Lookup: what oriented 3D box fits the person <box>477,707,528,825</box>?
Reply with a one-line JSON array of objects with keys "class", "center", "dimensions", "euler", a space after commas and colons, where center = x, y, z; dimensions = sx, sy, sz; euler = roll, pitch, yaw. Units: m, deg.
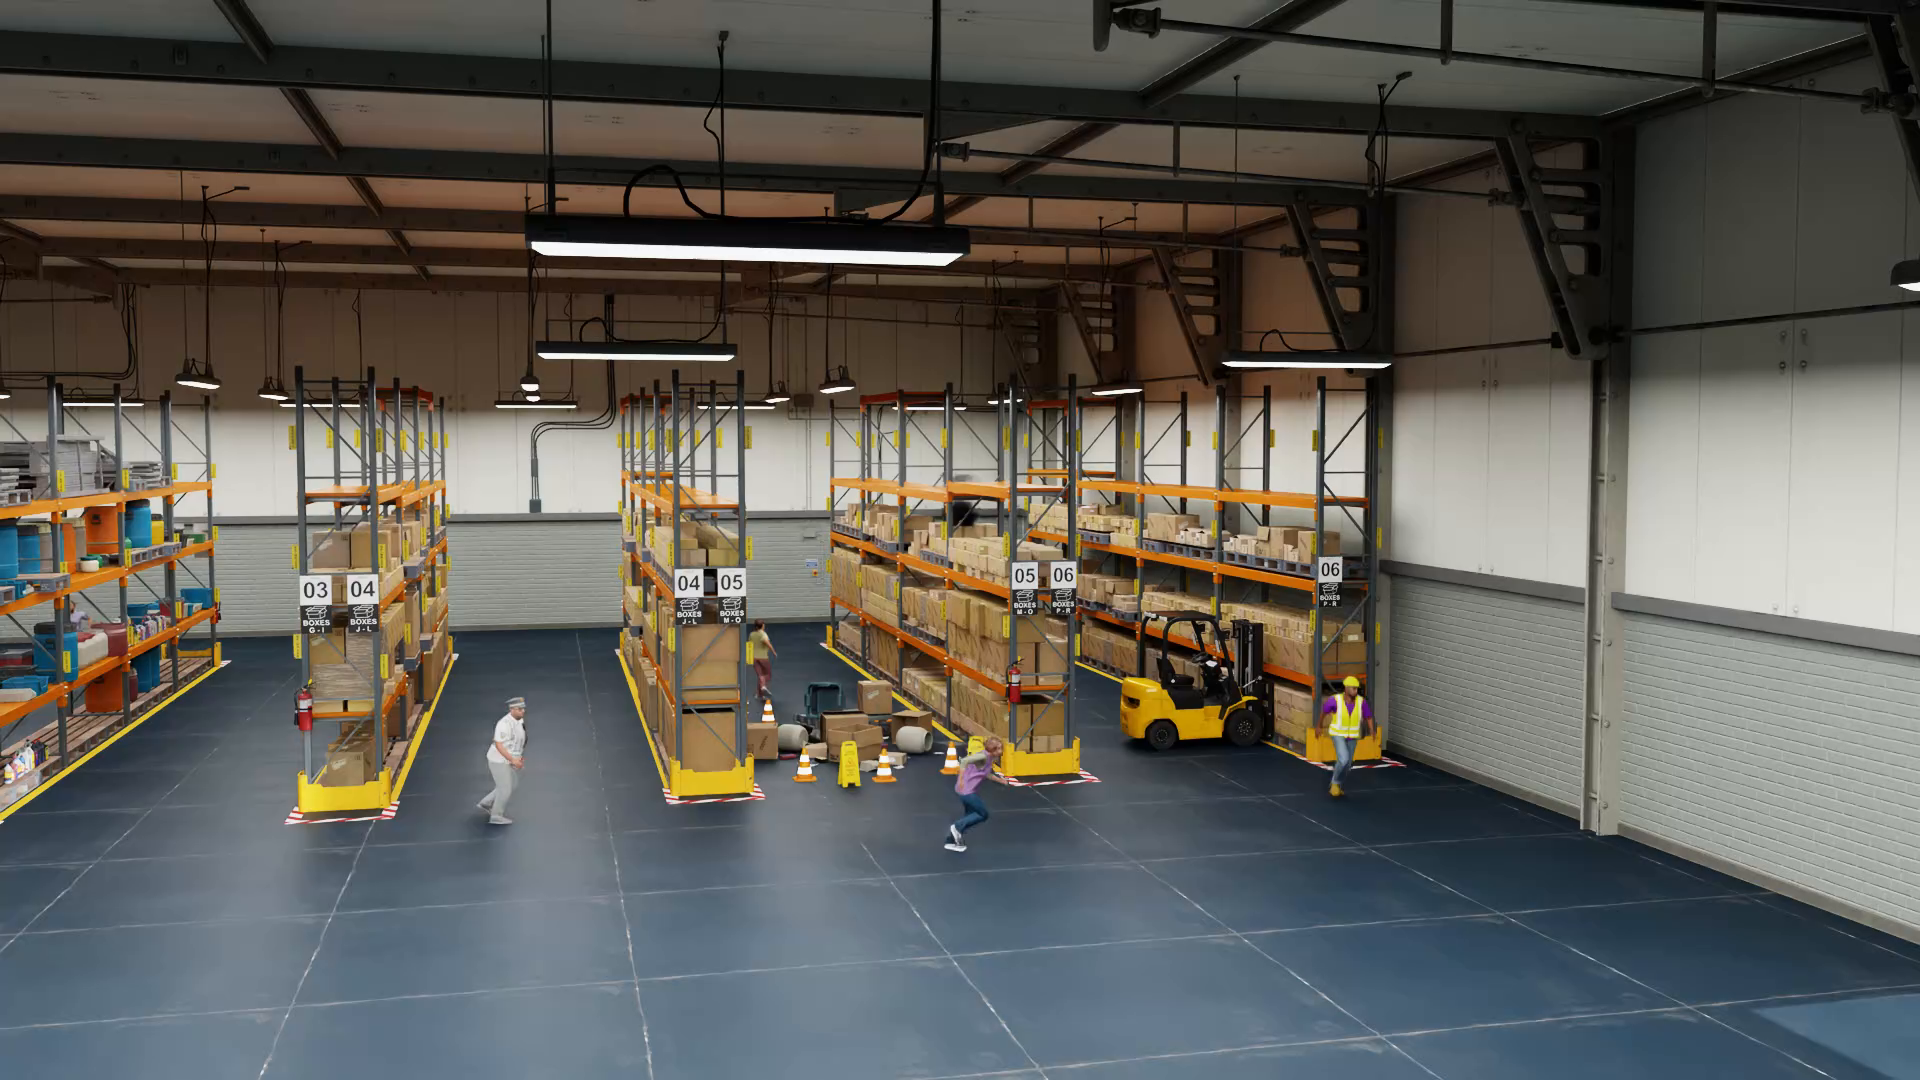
[{"class": "person", "center": [-5.991, 2.881, 21.678], "dimensions": [0.759, 1.646, 0.648], "euler": [1, 3, 9]}]

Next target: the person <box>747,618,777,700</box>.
[{"class": "person", "center": [-3.853, 2.321, 32.037], "dimensions": [0.690, 1.608, 0.613], "euler": [1, 4, 18]}]

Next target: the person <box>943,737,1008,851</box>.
[{"class": "person", "center": [0.176, 3.088, 20.124], "dimensions": [0.798, 1.427, 0.565], "euler": [1, 4, 17]}]

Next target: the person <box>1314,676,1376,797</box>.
[{"class": "person", "center": [5.409, 2.745, 23.172], "dimensions": [0.663, 1.711, 0.829], "euler": [-1, 4, -13]}]

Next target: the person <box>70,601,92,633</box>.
[{"class": "person", "center": [-18.581, 2.105, 34.912], "dimensions": [0.596, 1.690, 0.901], "euler": [0, 3, -7]}]
